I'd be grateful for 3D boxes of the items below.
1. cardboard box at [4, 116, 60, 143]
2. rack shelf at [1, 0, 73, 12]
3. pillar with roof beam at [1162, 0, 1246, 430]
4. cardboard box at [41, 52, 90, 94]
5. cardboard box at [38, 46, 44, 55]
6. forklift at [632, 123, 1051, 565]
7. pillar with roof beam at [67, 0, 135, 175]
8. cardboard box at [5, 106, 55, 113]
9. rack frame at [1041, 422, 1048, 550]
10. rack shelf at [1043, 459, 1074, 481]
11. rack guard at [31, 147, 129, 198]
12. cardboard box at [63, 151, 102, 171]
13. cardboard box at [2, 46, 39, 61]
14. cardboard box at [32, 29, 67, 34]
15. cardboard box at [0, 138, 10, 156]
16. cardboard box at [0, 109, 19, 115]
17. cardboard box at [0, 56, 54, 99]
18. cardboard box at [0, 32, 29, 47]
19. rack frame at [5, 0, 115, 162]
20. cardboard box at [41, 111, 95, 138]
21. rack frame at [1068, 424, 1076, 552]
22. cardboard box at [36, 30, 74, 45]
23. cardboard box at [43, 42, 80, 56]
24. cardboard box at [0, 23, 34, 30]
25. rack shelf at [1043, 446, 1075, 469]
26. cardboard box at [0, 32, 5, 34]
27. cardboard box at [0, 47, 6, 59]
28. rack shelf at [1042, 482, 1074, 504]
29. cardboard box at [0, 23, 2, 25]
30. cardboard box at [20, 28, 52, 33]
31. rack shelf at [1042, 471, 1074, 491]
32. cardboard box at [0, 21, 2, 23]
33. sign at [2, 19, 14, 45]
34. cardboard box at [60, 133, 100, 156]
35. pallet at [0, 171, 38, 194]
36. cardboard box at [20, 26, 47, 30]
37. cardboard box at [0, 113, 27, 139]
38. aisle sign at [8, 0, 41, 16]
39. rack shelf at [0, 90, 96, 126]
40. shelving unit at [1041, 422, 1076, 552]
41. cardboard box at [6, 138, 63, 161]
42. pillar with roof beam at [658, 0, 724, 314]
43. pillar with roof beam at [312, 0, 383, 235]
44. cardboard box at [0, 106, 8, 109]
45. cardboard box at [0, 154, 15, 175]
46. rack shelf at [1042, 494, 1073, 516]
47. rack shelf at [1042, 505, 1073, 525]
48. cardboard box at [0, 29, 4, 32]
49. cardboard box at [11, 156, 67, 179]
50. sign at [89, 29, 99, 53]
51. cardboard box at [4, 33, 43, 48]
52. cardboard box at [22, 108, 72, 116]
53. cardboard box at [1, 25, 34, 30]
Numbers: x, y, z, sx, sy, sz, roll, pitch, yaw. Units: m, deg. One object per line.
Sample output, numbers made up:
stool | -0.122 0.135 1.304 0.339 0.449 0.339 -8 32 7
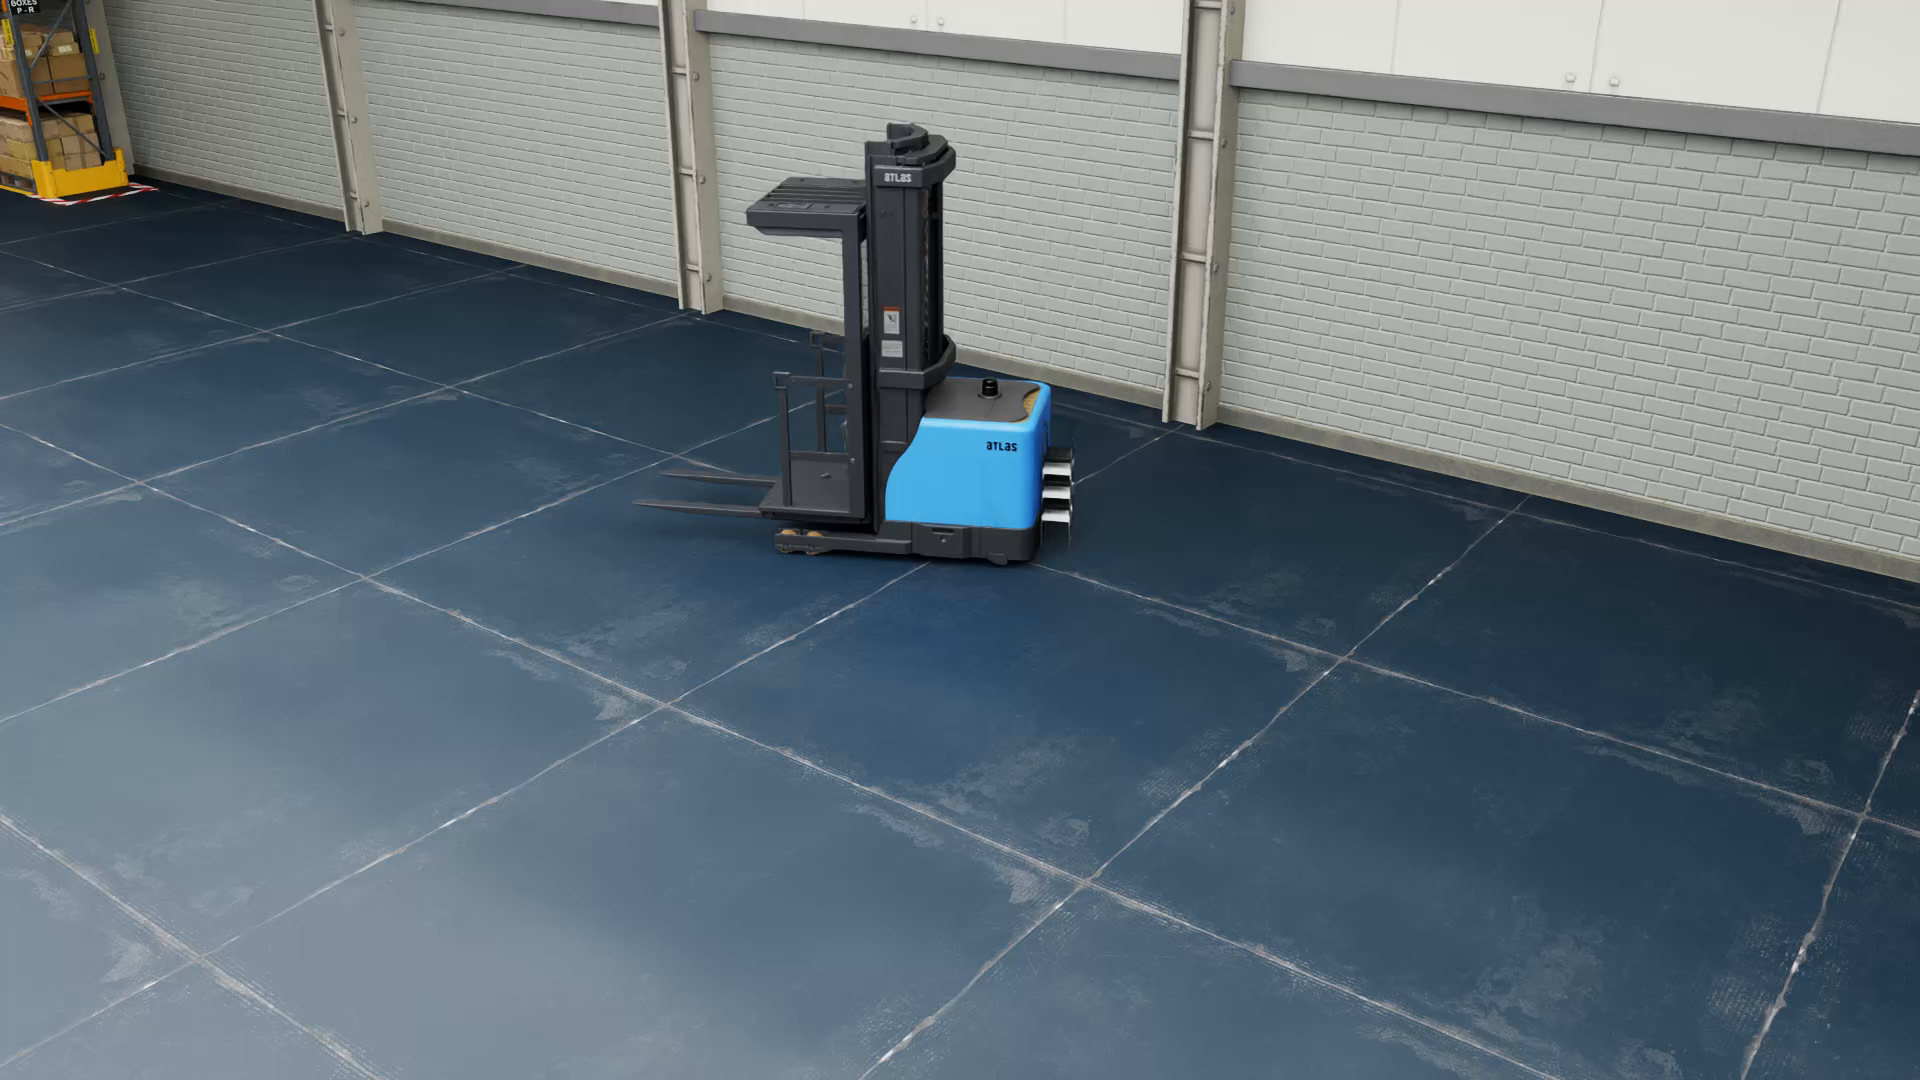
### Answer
cardboard box | -12.919 -5.715 23.149 0.500 0.250 0.500 18 29 35
rack shelf | -13.964 -7.840 23.495 4.000 0.370 1.077 17 29 33
pillar with roof beam | -0.559 -3.775 9.658 0.400 9.000 9.100 17 29 33
cardboard box | -12.594 -6.568 23.312 0.500 0.500 0.500 18 29 35
cardboard box | -12.715 -6.860 23.171 0.250 0.149 0.380 17 29 33
forklift | -0.886 -1.436 11.874 3.031 2.935 1.130 4 24 9
pillar with roof beam | -14.962 -8.128 19.537 0.400 9.000 9.100 17 29 33
cardboard box | -13.431 -6.125 24.081 0.500 0.250 0.500 17 29 33
rack frame | 0.609 -0.386 12.009 0.006 0.900 0.240 4 24 9
rack shelf | 0.709 -0.513 11.934 0.200 0.077 0.258 4 24 9
rack guard | -12.345 -5.163 23.348 0.348 0.500 1.175 17 29 33
cardboard box | -12.640 -5.428 23.739 0.500 0.250 0.500 17 29 34
cardboard box | -12.809 -6.649 22.691 0.250 0.149 0.380 17 29 34
cardboard box | -12.680 -7.026 23.179 0.250 0.149 0.380 18 29 35
cardboard box | -13.336 -5.617 23.547 0.500 0.250 0.500 16 29 33
cardboard box | -13.741 -5.955 23.695 0.500 0.250 0.500 17 29 34
cardboard box | -12.915 -6.393 22.915 0.500 0.500 0.500 16 28 32
cardboard box | -12.993 -6.860 22.801 0.250 0.149 0.380 17 29 33
rack frame | -12.364 -6.313 22.857 0.127 3.000 1.000 17 29 33
cardboard box | -12.635 -5.881 23.528 0.500 0.250 0.500 16 29 33
rack frame | 0.809 -0.371 11.977 0.006 0.900 0.240 4 24 9
cardboard box | -12.505 -6.941 22.987 0.250 0.149 0.380 16 28 32
cardboard box | -12.480 -6.821 23.082 0.250 0.149 0.380 16 28 32
cardboard box | -13.479 -7.291 23.779 0.250 0.149 0.380 16 28 32
rack shelf | 0.709 -0.595 11.898 0.200 0.077 0.258 4 24 9
cardboard box | -13.219 -6.914 22.925 0.250 0.149 0.380 18 29 34
cardboard box | -13.032 -6.701 22.810 0.250 0.149 0.380 17 29 34
rack shelf | 0.709 -0.348 12.007 0.200 0.077 0.258 4 24 9
cardboard box | -13.725 -7.325 23.857 0.250 0.149 0.380 17 29 34
cardboard box | -12.913 -7.075 23.290 0.250 0.149 0.380 17 29 34
rack shelf | 0.709 -0.430 11.970 0.200 0.077 0.258 4 24 9
cardboard box | -13.939 -7.388 23.999 0.250 0.149 0.380 18 29 35
sign | -12.700 -6.779 22.186 0.005 0.325 0.100 17 29 33
cardboard box | -12.616 -5.656 23.636 0.500 0.250 0.500 17 29 34
pallet | -13.001 -5.208 23.808 1.213 0.211 1.003 17 29 33
cardboard box | -13.103 -7.140 23.436 0.250 0.149 0.380 17 29 34
cardboard box | -13.332 -5.836 23.425 0.500 0.250 0.500 17 29 34
aisle sign | -12.488 -7.392 22.082 0.004 0.787 0.394 17 29 33
rack shelf | -13.964 -6.467 24.100 4.000 0.370 1.077 17 29 33
shelving unit | 0.709 -0.379 11.993 0.210 0.900 0.258 4 24 9
cardboard box | -12.941 -5.492 23.264 0.500 0.250 0.500 16 29 33
pillar with roof beam | -5.360 -5.226 12.951 0.400 9.000 9.100 17 29 33
pillar with roof beam | -10.161 -6.677 16.244 0.400 9.000 9.100 17 29 33
cardboard box | -13.837 -6.252 24.368 0.500 0.250 0.500 16 28 32
cardboard box | -13.322 -5.382 23.633 0.500 0.250 0.500 17 29 33
rack shelf | 0.709 -0.266 12.043 0.200 0.077 0.258 4 24 9
rack shelf | 0.709 -0.183 12.079 0.200 0.077 0.258 4 24 9
cardboard box | -13.373 -6.998 23.116 0.250 0.149 0.380 17 29 34
cardboard box | -12.929 -5.258 23.353 0.500 0.250 0.500 17 29 34
sign | -12.026 -6.923 23.070 0.005 0.325 0.100 17 29 33
cardboard box | -12.777 -6.810 22.688 0.250 0.149 0.380 17 29 33
cardboard box | -13.037 -6.001 23.799 0.500 0.250 0.500 17 29 33
cardboard box | -13.328 -7.195 23.563 0.250 0.149 0.380 18 29 35
